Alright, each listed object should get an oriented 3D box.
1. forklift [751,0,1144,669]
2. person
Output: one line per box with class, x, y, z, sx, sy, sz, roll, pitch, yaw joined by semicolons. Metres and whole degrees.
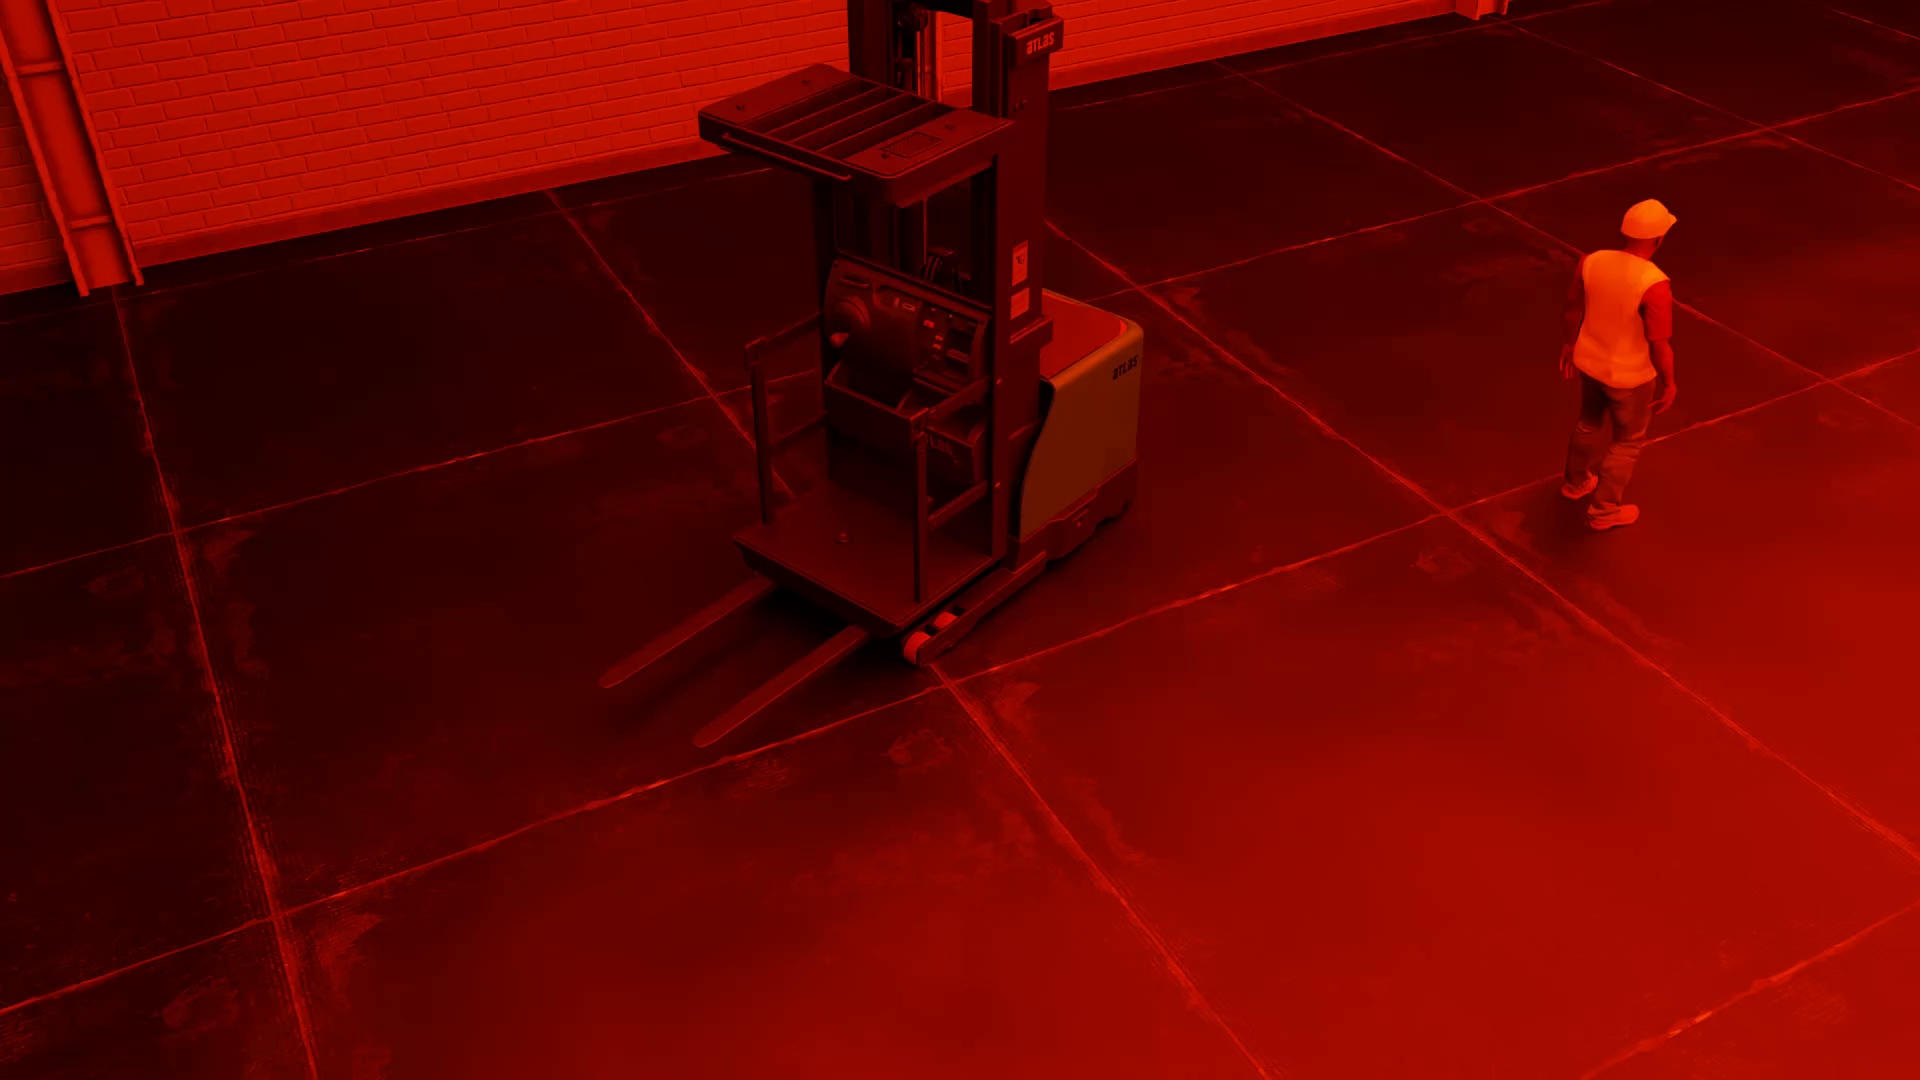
forklift;-0.040;-1.133;7.803;1.129;2.843;1.939;26;43;31
person;3.359;-0.882;8.406;0.508;1.784;0.659;-17;39;-22
